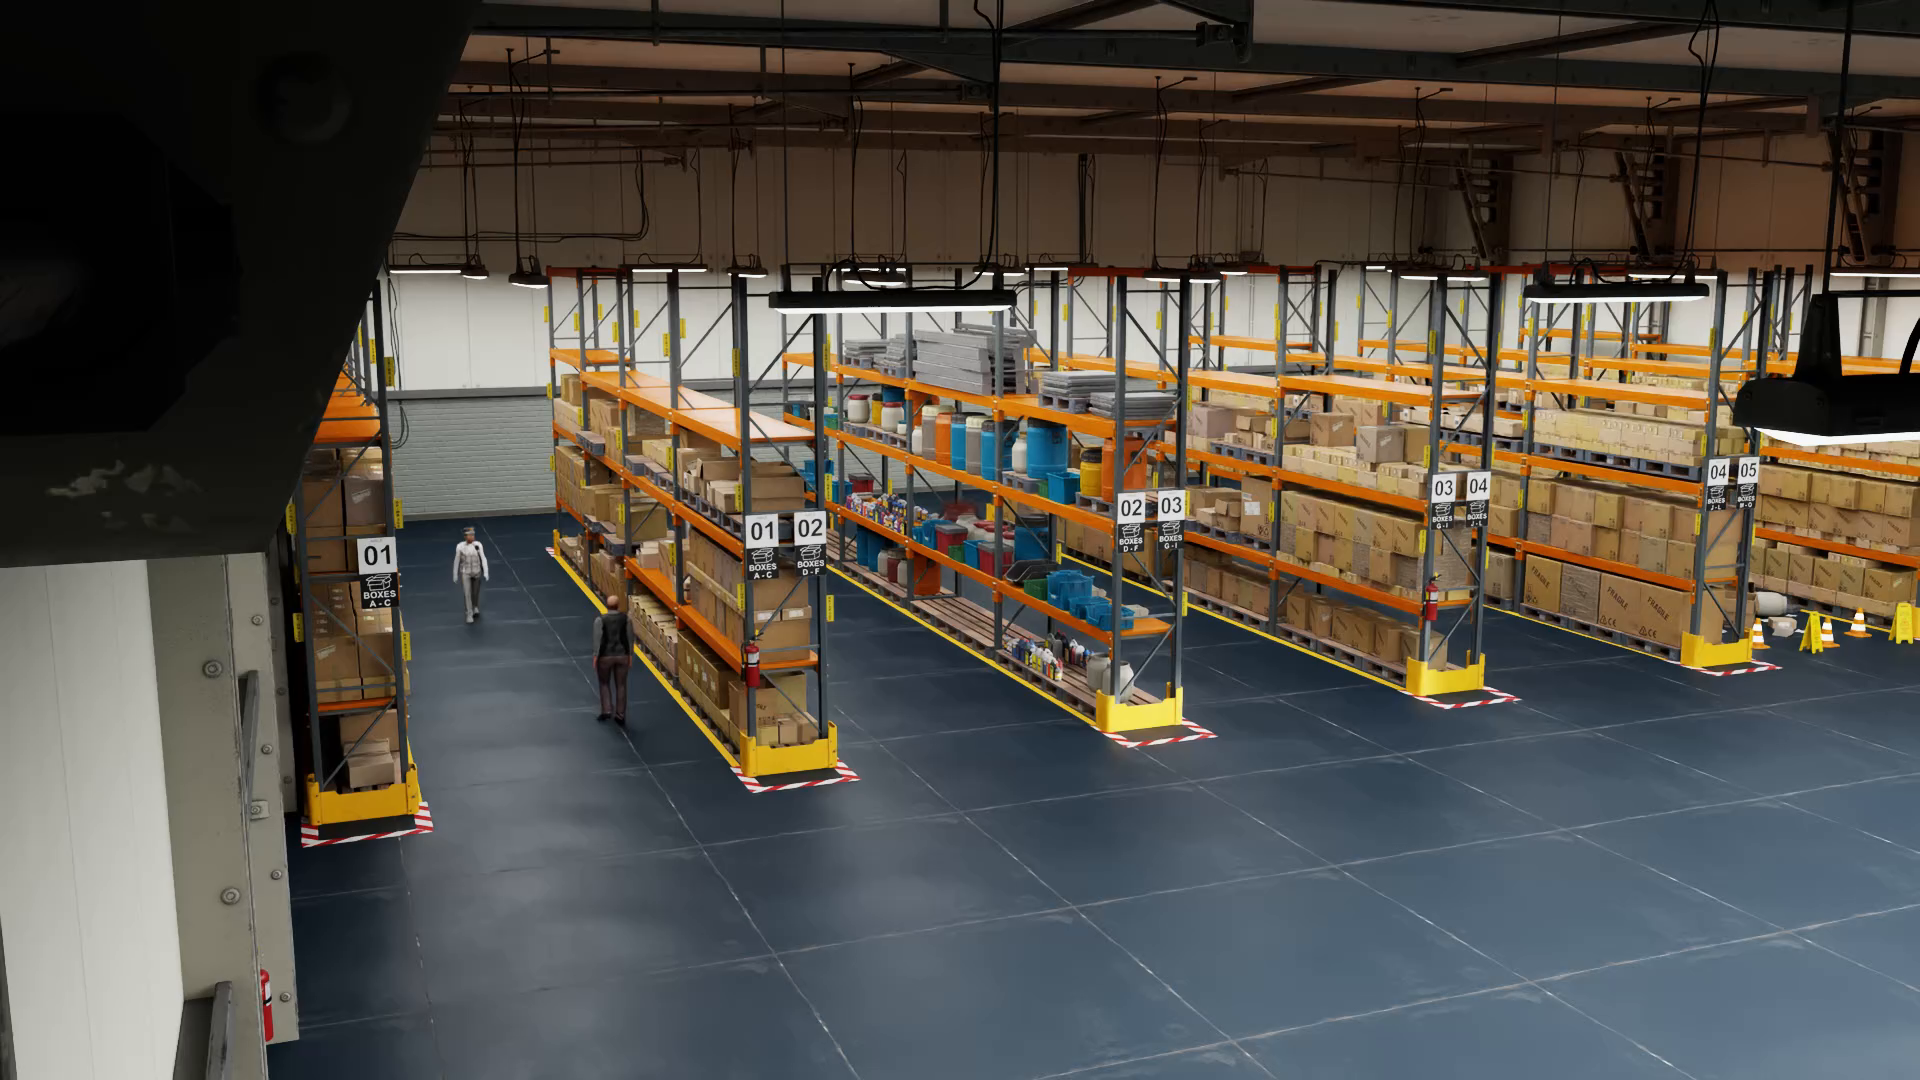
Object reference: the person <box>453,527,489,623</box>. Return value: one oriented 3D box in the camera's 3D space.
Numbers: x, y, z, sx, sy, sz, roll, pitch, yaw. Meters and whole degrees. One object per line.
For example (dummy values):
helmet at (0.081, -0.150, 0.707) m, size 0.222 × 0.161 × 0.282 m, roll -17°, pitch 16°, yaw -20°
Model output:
person at (-8.429, 0.559, 28.638) m, size 0.586 × 1.614 × 1.023 m, roll -3°, pitch 10°, yaw -19°

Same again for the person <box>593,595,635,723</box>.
person at (-4.676, 1.637, 22.475) m, size 0.585 × 1.768 × 0.613 m, roll -5°, pitch 11°, yaw -24°

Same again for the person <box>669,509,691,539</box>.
person at (-6.014, -0.728, 35.744) m, size 0.548 × 1.726 × 1.027 m, roll -3°, pitch 10°, yaw -16°
